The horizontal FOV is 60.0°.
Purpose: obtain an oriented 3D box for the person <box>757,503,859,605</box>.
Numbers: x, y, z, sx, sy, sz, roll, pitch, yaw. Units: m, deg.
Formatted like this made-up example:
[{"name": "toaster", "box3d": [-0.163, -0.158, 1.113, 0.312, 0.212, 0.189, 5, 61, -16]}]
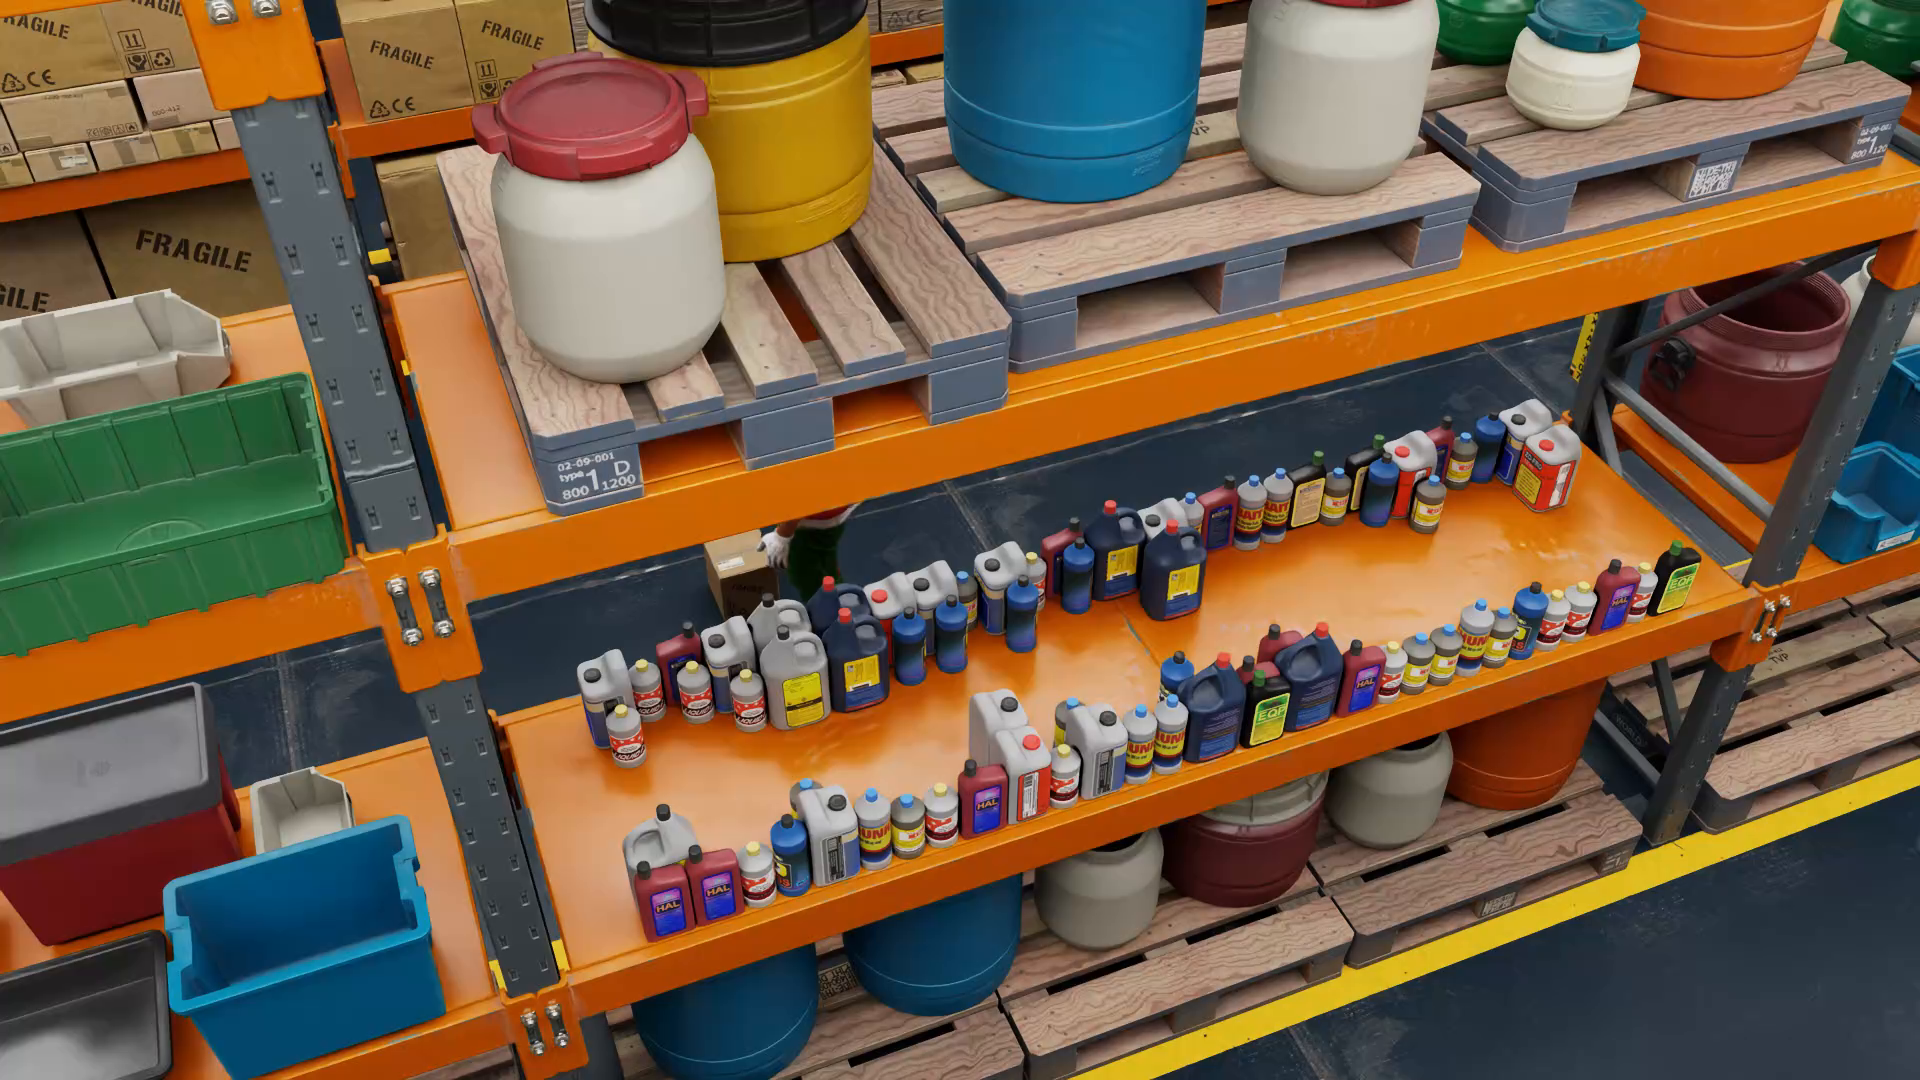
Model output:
[{"name": "person", "box3d": [-0.590, -0.141, 6.301, 0.441, 1.806, 0.568, 15, 44, 16]}]
